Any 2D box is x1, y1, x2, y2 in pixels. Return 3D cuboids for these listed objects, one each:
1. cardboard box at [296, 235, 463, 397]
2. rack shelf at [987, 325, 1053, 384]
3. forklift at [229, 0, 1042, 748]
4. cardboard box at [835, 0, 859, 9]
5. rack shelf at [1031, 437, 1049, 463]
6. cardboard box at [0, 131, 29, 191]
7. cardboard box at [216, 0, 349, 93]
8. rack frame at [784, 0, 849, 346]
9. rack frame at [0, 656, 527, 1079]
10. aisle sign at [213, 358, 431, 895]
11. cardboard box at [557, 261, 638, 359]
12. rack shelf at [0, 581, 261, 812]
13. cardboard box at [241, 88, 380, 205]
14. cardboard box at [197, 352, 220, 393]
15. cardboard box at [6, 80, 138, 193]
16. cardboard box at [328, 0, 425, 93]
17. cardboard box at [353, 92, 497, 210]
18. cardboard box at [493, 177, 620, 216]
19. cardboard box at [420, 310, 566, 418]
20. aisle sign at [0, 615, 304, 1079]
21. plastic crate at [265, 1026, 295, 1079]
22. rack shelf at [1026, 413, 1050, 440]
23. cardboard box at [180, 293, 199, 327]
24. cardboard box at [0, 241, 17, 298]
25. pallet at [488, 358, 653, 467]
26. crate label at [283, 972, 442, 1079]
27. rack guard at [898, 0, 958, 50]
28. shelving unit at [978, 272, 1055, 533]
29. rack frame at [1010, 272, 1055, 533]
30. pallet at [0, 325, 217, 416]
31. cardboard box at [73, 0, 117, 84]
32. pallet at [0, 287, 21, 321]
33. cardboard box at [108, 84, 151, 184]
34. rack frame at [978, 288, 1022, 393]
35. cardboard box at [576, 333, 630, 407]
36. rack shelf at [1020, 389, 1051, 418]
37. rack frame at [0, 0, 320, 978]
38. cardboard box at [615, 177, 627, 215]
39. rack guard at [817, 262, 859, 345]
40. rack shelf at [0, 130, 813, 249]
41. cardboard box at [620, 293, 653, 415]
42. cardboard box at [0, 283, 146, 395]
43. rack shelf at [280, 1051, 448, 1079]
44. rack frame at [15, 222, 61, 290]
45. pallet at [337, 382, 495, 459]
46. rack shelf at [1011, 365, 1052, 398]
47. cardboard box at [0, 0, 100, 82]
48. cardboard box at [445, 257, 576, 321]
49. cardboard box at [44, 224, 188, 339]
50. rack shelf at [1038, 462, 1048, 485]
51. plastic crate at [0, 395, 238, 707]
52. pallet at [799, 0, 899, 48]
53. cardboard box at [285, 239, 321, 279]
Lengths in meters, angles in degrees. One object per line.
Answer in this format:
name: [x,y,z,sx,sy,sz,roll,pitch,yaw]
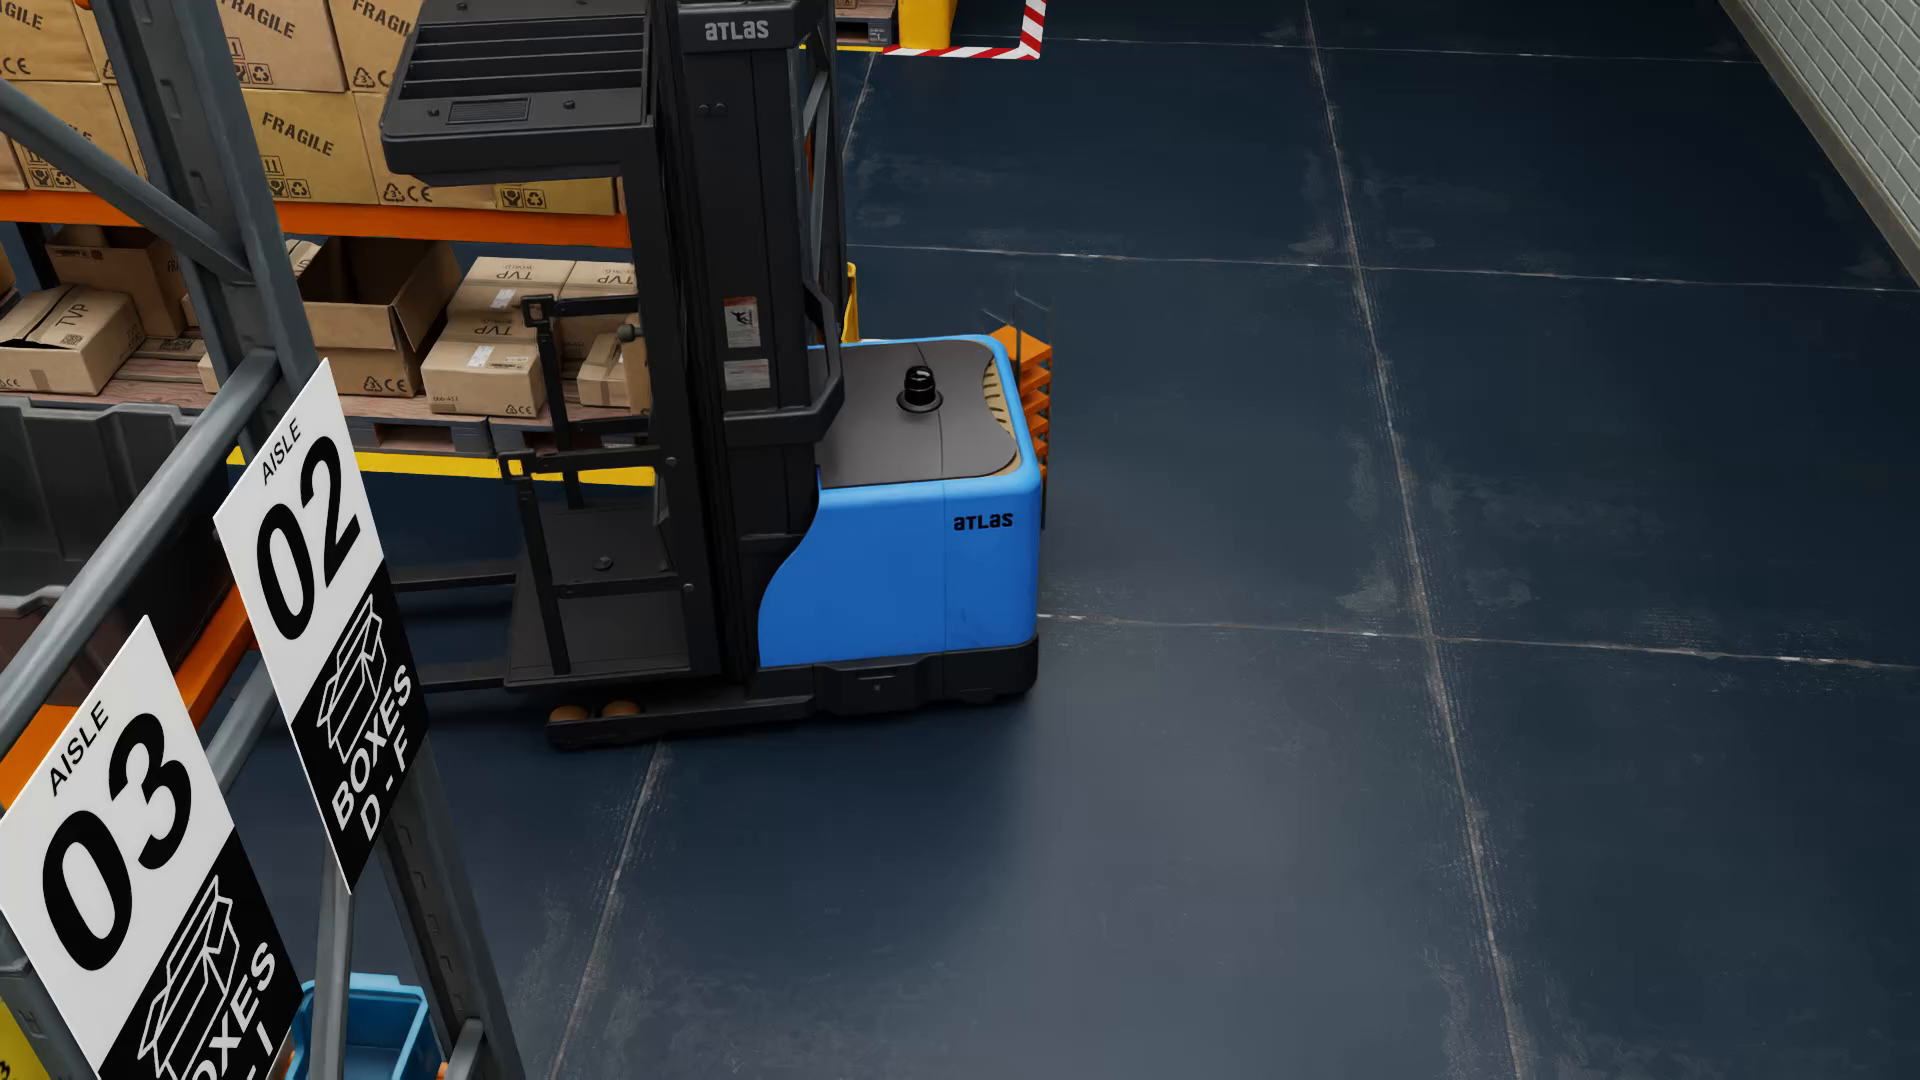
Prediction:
cardboard box: [-2.761,-1.093,7.846,0.637,0.503,0.797,3,39,4]
rack shelf: [0.222,-0.758,6.731,0.180,0.103,0.258,-31,48,-32]
forklift: [-1.255,-0.706,5.795,3.031,2.935,1.130,-5,39,-6]
cardboard box: [-0.931,-4.057,11.505,0.500,0.500,0.700,3,39,4]
rack shelf: [0.222,-0.386,7.034,0.180,0.103,0.258,-31,48,-32]
cardboard box: [-4.149,-1.830,7.043,0.500,0.500,0.500,4,39,5]
cardboard box: [-2.648,-2.130,6.620,0.500,0.500,0.500,4,39,5]
rack frame: [-0.648,-1.772,7.051,0.127,3.000,1.000,3,39,4]
rack frame: [-1.079,1.343,3.224,0.127,3.000,1.000,3,39,4]
aisle sign: [-0.982,0.152,2.628,0.004,0.787,0.394,3,39,4]
cardboard box: [-1.664,-1.112,8.069,0.500,0.250,0.500,3,39,4]
rack shelf: [-3.072,0.350,2.638,4.000,0.370,1.077,3,39,4]
cardboard box: [-2.634,-1.748,6.943,0.500,0.500,0.500,3,39,3]
cardboard box: [-3.371,-0.862,7.829,0.250,0.166,0.380,3,39,4]
cardboard box: [-3.639,-1.804,7.011,0.500,0.500,0.500,4,39,5]
cardboard box: [-2.136,-2.102,6.585,0.500,0.500,0.500,4,39,5]
cardboard box: [-2.132,-1.721,6.909,0.500,0.500,0.500,3,39,4]
cardboard box: [-1.635,-1.690,6.871,0.500,0.500,0.500,3,39,4]
cardboard box: [-2.155,-0.822,7.713,0.500,0.250,0.500,3,39,4]
aisle sign: [-1.033,0.523,2.172,0.004,0.787,0.394,3,39,4]
plastic crate: [-1.609,1.132,3.645,0.298,0.136,0.250,3,39,4]
rack shelf: [0.222,-0.479,6.958,0.180,0.103,0.258,-31,48,-32]
cardboard box: [-3.663,-1.220,8.282,0.250,0.149,0.380,3,39,4]
cardboard box: [-5.094,-1.371,8.190,0.500,0.500,0.500,1,39,2]
pallet: [-1.518,-0.738,7.989,1.213,0.211,1.003,3,39,4]
crate label: [-1.297,1.164,3.529,0.303,0.233,0.416,3,39,4]
rack guard: [-0.201,-3.917,11.666,0.348,0.500,1.175,3,39,4]
shelving unit: [0.222,-0.513,6.930,0.189,1.200,0.258,-31,48,-32]
rack frame: [0.289,-0.553,6.978,0.006,1.200,0.240,-31,48,-32]
pallet: [-3.949,-0.870,8.152,1.213,0.211,1.003,3,39,4]
cardboard box: [-3.162,-2.158,6.654,0.500,0.500,0.500,2,39,3]
pallet: [-5.447,-0.929,8.224,1.213,0.211,1.003,3,39,4]
cardboard box: [-3.141,-1.775,6.976,0.500,0.500,0.500,3,39,4]
rack frame: [0.155,-0.473,6.881,0.006,1.200,0.240,-31,48,-32]
cardboard box: [-1.607,-0.797,7.749,0.250,0.166,0.380,3,39,4]
rack shelf: [0.222,-0.572,6.882,0.180,0.103,0.258,-31,48,-32]
rack frame: [-1.079,-0.984,1.330,0.127,3.000,1.000,3,39,4]
cardboard box: [-1.118,-1.664,6.839,0.500,0.500,0.500,4,39,5]
rack guard: [-0.724,-0.807,7.845,0.348,0.500,1.175,3,39,4]
rack shelf: [-2.641,-1.602,7.412,4.000,0.370,1.077,3,39,4]
cardboard box: [-1.211,-0.848,7.547,0.500,0.500,0.500,3,39,4]
cardboard box: [-4.234,-0.959,7.833,0.500,0.311,0.500,3,39,4]
rack shelf: [-3.072,1.513,3.585,4.000,0.370,1.077,3,39,4]
rack frame: [-4.633,-1.990,7.319,0.127,3.000,1.000,3,39,4]
pallet: [-2.731,-0.806,8.073,1.213,0.211,1.003,3,39,4]
rack shelf: [0.222,-0.665,6.806,0.180,0.103,0.258,-31,48,-32]
cardboard box: [-3.674,-2.186,6.688,0.500,0.500,0.500,2,39,2]
cardboard box: [-2.162,-1.139,8.103,0.500,0.250,0.500,3,39,4]
cardboard box: [-4.041,-1.339,8.150,0.500,0.500,0.500,3,39,4]
rack shelf: [0.222,-0.293,7.109,0.180,0.103,0.258,-31,48,-32]
plastic crate: [-1.439,0.034,2.560,0.590,0.269,0.497,3,39,4]
pallet: [-1.028,-3.801,11.752,1.213,0.211,1.003,3,39,4]
cardboard box: [-3.294,-1.224,8.160,0.500,0.311,0.500,3,39,4]
